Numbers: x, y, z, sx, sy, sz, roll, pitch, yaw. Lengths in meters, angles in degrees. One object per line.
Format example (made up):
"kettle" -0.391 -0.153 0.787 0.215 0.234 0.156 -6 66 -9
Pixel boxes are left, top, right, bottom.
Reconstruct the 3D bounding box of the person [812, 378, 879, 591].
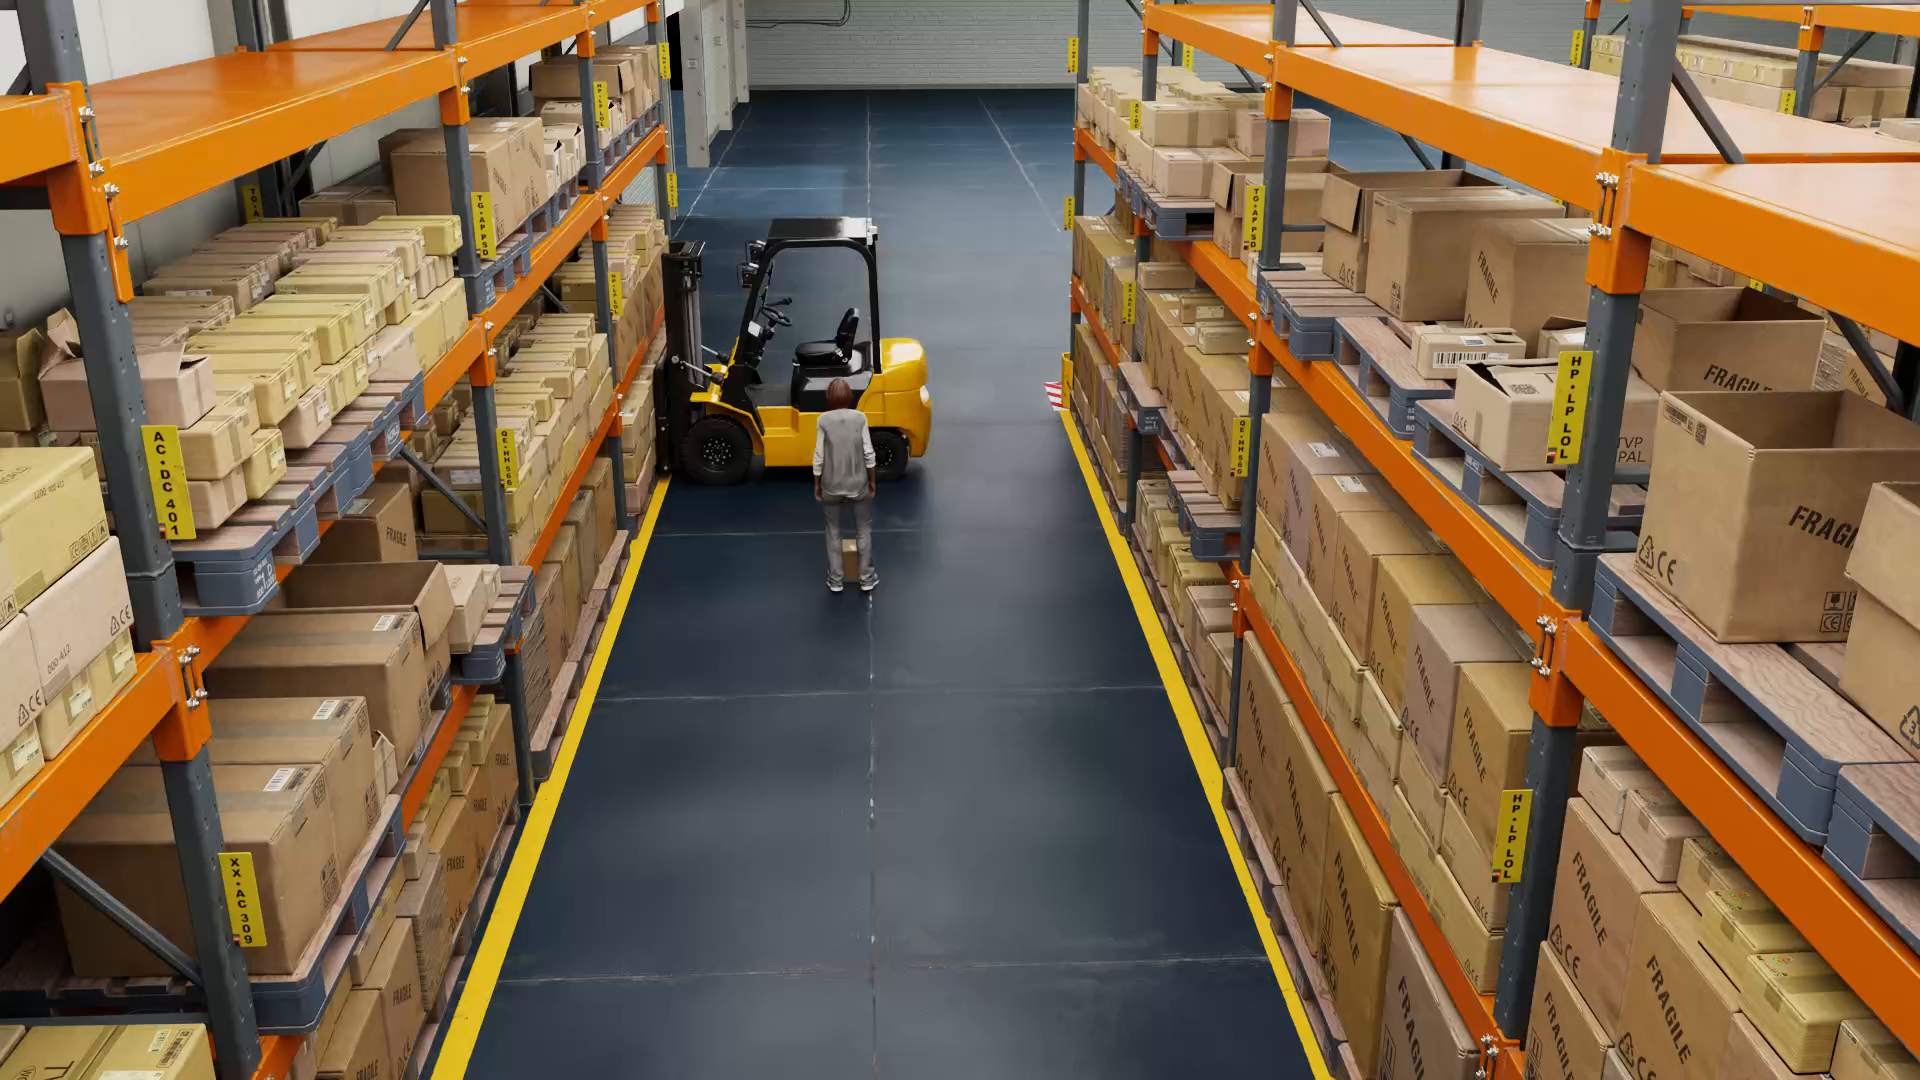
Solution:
"person" -0.835 -0.387 12.121 0.472 1.592 0.347 -2 21 -6
